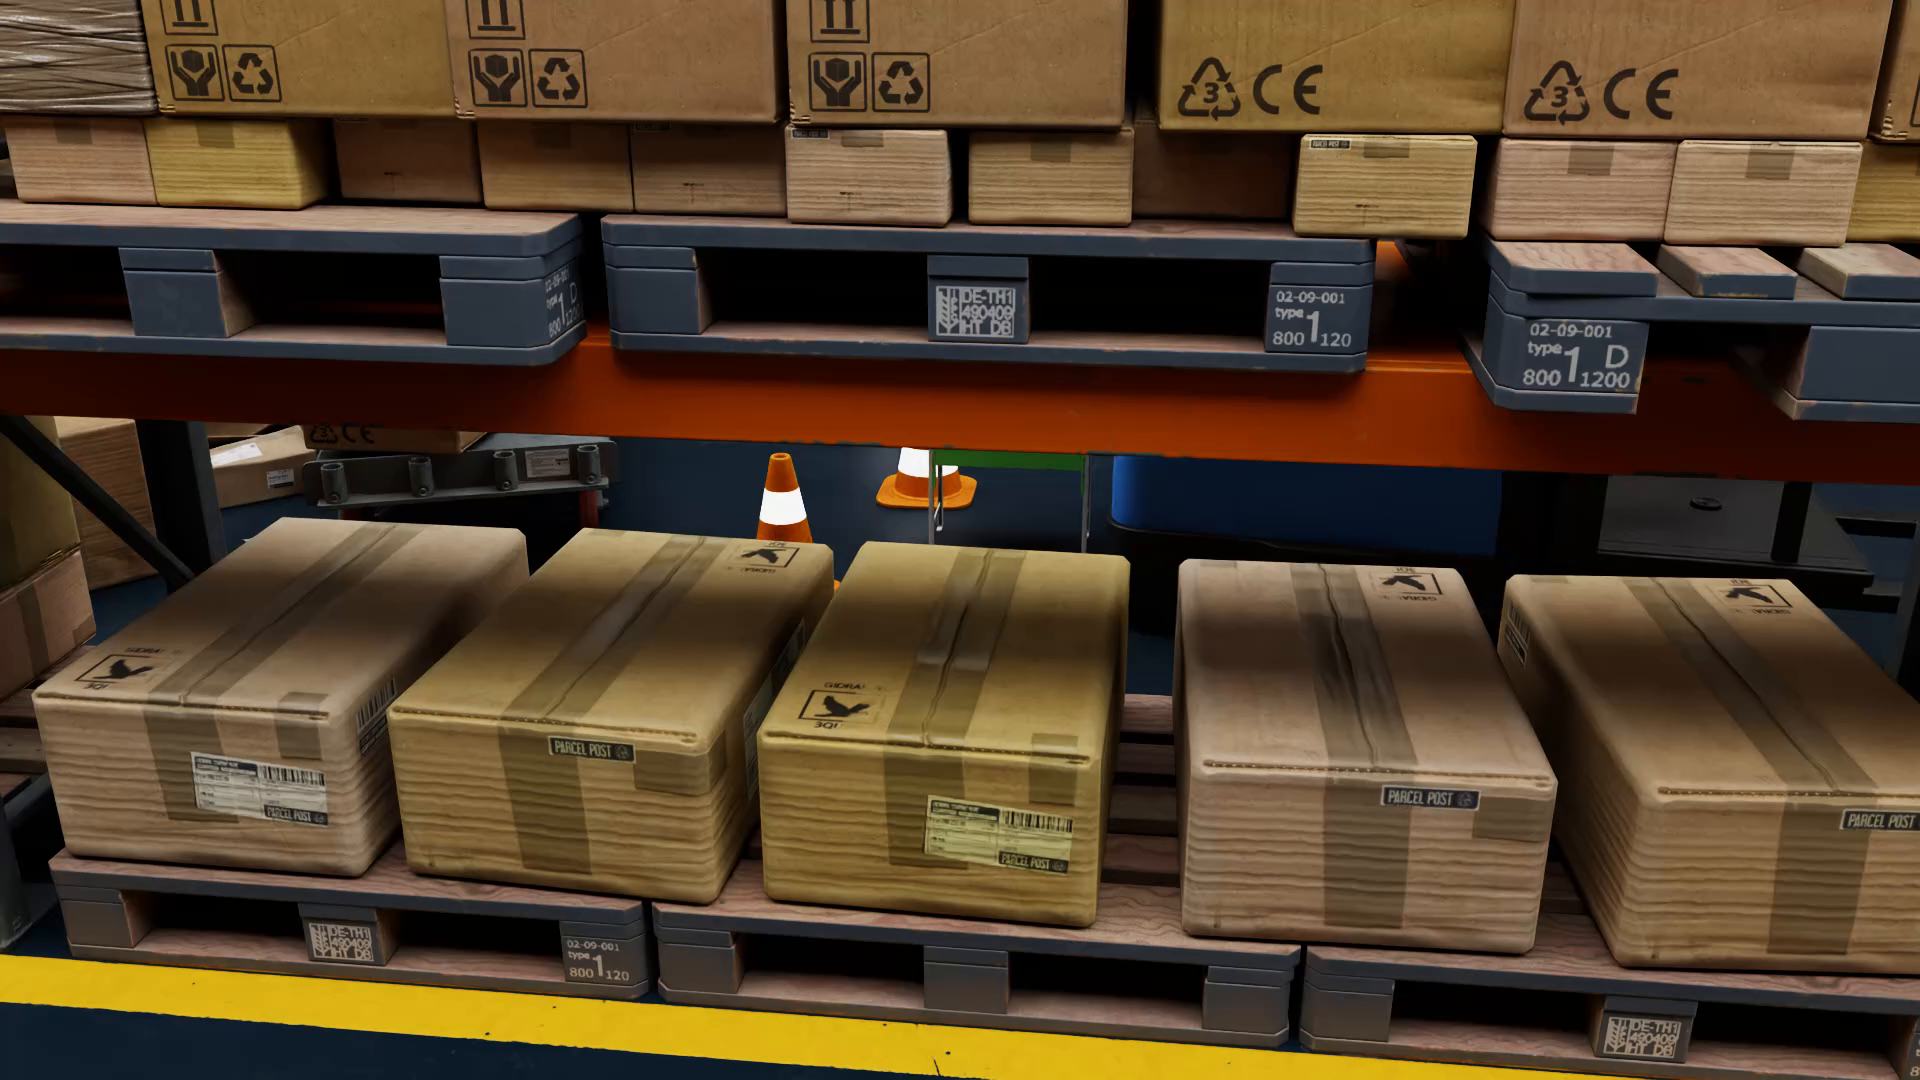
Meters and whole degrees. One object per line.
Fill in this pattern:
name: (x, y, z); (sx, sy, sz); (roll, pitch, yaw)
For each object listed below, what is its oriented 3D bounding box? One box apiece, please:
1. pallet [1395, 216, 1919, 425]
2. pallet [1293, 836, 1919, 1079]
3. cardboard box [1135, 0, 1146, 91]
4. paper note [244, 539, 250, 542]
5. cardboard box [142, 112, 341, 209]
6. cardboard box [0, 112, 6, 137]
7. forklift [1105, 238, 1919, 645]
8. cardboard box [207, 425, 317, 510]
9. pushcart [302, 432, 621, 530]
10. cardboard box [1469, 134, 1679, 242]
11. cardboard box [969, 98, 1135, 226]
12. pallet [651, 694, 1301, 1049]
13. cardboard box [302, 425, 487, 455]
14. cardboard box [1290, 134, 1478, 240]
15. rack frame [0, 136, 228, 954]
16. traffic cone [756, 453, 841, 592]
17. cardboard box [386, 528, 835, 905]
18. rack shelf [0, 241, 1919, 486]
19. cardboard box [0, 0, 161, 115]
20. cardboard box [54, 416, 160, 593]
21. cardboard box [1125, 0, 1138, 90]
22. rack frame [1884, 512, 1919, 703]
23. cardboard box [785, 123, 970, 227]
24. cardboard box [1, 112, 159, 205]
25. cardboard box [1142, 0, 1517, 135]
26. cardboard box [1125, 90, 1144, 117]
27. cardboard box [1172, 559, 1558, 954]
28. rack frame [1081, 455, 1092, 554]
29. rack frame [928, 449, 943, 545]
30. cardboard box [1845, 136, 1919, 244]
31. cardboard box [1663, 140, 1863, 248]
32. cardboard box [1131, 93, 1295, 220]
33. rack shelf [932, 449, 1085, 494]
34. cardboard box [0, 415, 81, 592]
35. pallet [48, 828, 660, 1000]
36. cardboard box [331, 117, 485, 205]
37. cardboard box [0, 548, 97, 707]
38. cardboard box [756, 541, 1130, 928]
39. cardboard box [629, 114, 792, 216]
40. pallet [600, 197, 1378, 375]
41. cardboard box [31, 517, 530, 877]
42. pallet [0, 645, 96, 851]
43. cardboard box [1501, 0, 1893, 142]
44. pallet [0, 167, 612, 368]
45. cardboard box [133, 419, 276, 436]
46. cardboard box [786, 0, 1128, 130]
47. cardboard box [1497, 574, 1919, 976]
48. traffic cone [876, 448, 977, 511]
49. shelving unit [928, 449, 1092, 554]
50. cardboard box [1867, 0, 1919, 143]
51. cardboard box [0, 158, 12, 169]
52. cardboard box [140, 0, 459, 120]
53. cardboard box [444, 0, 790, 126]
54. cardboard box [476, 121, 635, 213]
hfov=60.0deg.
pallet: (1.334, -0.479, 2.833); (1.003, 0.211, 1.213); (2, 22, 6)
pallet: (1.279, 0.686, 3.418); (1.213, 0.211, 1.003); (2, 22, 6)
cardboard box: (0.589, -1.101, 3.033); (0.500, 0.500, 0.500); (3, 22, 7)
paper note: (-2.243, -0.015, 5.435); (0.142, 0.019, 0.148); (2, 22, 6)
cardboard box: (-1.159, -0.675, 2.837); (0.250, 0.149, 0.380); (3, 22, 7)
cardboard box: (-2.322, -1.055, 3.488); (0.500, 0.500, 0.500); (2, 22, 6)
forklift: (1.992, -1.174, 4.422); (3.031, 2.935, 1.130); (5, 22, 12)
cardboard box: (-2.474, -0.297, 5.830); (0.396, 0.266, 0.258); (-14, 25, -31)
pushcart: (-1.699, -0.365, 5.849); (0.936, 0.377, 1.648); (-5, 22, -12)
cardboard box: (0.922, -0.577, 2.589); (0.250, 0.149, 0.380); (1, 22, 4)
cardboard box: (0.153, -0.621, 2.702); (0.250, 0.149, 0.380); (2, 22, 5)
pallet: (0.071, 0.632, 3.553); (1.213, 0.211, 1.003); (2, 22, 6)
cardboard box: (-1.738, -0.590, 5.223); (0.500, 0.500, 0.500); (2, 22, 6)
cardboard box: (0.647, -0.584, 2.606); (0.250, 0.149, 0.380); (3, 22, 7)
rack frame: (-1.918, -0.750, 3.256); (0.127, 3.000, 1.000); (2, 22, 6)
traffic cone: (-0.521, -0.027, 4.879); (0.334, 0.463, 0.336); (2, 22, 6)
cardboard box: (-0.682, 0.329, 3.531); (0.625, 0.372, 0.950); (4, 22, 10)
rack shelf: (0.069, -0.328, 3.169); (4.000, 0.370, 1.077); (2, 22, 6)
cardboard box: (-1.486, -1.005, 2.789); (0.500, 0.500, 0.500); (3, 22, 8)
cardboard box: (-2.822, -0.131, 5.089); (0.500, 0.500, 0.500); (-19, 28, -40)
cardboard box: (0.093, -1.126, 3.095); (0.500, 0.500, 0.500); (2, 22, 4)
rack frame: (2.055, -0.576, 2.818); (0.127, 3.000, 1.000); (2, 22, 6)
cardboard box: (-0.115, -0.622, 2.704); (0.250, 0.149, 0.380); (3, 22, 8)
cardboard box: (-1.406, -0.689, 2.873); (0.250, 0.149, 0.380); (3, 22, 7)
cardboard box: (0.554, -0.915, 2.561); (0.500, 0.500, 0.500); (1, 22, 3)
cardboard box: (0.406, -0.789, 3.127); (0.250, 0.149, 0.380); (3, 22, 8)
cardboard box: (0.761, 0.393, 3.368); (0.625, 0.372, 0.950); (2, 22, 5)
rack frame: (0.407, -0.540, 5.174); (0.015, 1.200, 0.240); (2, 22, 6)
rack frame: (-0.078, -0.561, 5.228); (0.015, 1.200, 0.240); (2, 22, 6)
cardboard box: (1.427, -0.568, 2.568); (0.250, 0.149, 0.380); (3, 22, 7)
cardboard box: (1.171, -0.563, 2.554); (0.250, 0.149, 0.380); (2, 22, 6)
cardboard box: (0.412, -0.640, 2.750); (0.250, 0.149, 0.380); (3, 22, 7)
rack shelf: (0.164, -0.268, 5.313); (0.480, 0.148, 0.258); (2, 22, 6)
cardboard box: (-2.472, -0.139, 3.860); (0.500, 0.500, 0.500); (4, 22, 9)
pallet: (-1.144, 0.580, 3.685); (1.213, 0.211, 1.003); (2, 22, 6)
cardboard box: (-0.869, -0.690, 2.877); (0.250, 0.149, 0.380); (4, 22, 10)
cardboard box: (-2.472, 0.210, 3.998); (0.500, 0.250, 0.500); (2, 22, 4)
cardboard box: (0.009, 0.358, 3.457); (0.625, 0.372, 0.950); (3, 22, 8)
cardboard box: (-0.373, -0.653, 2.781); (0.250, 0.149, 0.380); (3, 22, 7)
pallet: (0.084, -0.558, 3.032); (1.213, 0.211, 1.003); (2, 22, 6)
cardboard box: (-1.396, 0.299, 3.607); (0.625, 0.372, 0.950); (3, 22, 7)
pallet: (-2.589, 0.531, 3.809); (1.213, 0.211, 1.003); (2, 22, 6)
cardboard box: (1.056, -0.893, 2.507); (0.500, 0.500, 0.500); (2, 22, 5)
pallet: (-1.176, -0.574, 3.073); (1.213, 0.211, 1.003); (2, 22, 6)
cardboard box: (-2.918, -0.636, 6.179); (0.503, 0.637, 0.797); (2, 22, 6)
cardboard box: (0.012, -0.939, 2.622); (0.500, 0.500, 0.500); (2, 22, 4)
cardboard box: (1.495, 0.422, 3.295); (0.625, 0.372, 0.950); (1, 22, 3)
traffic cone: (-0.116, -0.380, 5.771); (0.334, 0.463, 0.336); (2, 22, 6)
shelving unit: (0.164, -0.551, 5.201); (0.503, 1.200, 0.258); (2, 22, 6)
cardboard box: (1.570, -0.875, 2.461); (0.500, 0.500, 0.500); (2, 22, 5)
cardboard box: (-2.193, -0.763, 3.633); (0.250, 0.149, 0.380); (2, 22, 6)
cardboard box: (-0.988, -0.983, 2.735); (0.500, 0.500, 0.500); (3, 22, 6)
cardboard box: (-0.499, -0.957, 2.668); (0.500, 0.500, 0.500); (2, 22, 6)
cardboard box: (-0.618, -0.664, 2.810); (0.250, 0.149, 0.380); (3, 22, 7)
